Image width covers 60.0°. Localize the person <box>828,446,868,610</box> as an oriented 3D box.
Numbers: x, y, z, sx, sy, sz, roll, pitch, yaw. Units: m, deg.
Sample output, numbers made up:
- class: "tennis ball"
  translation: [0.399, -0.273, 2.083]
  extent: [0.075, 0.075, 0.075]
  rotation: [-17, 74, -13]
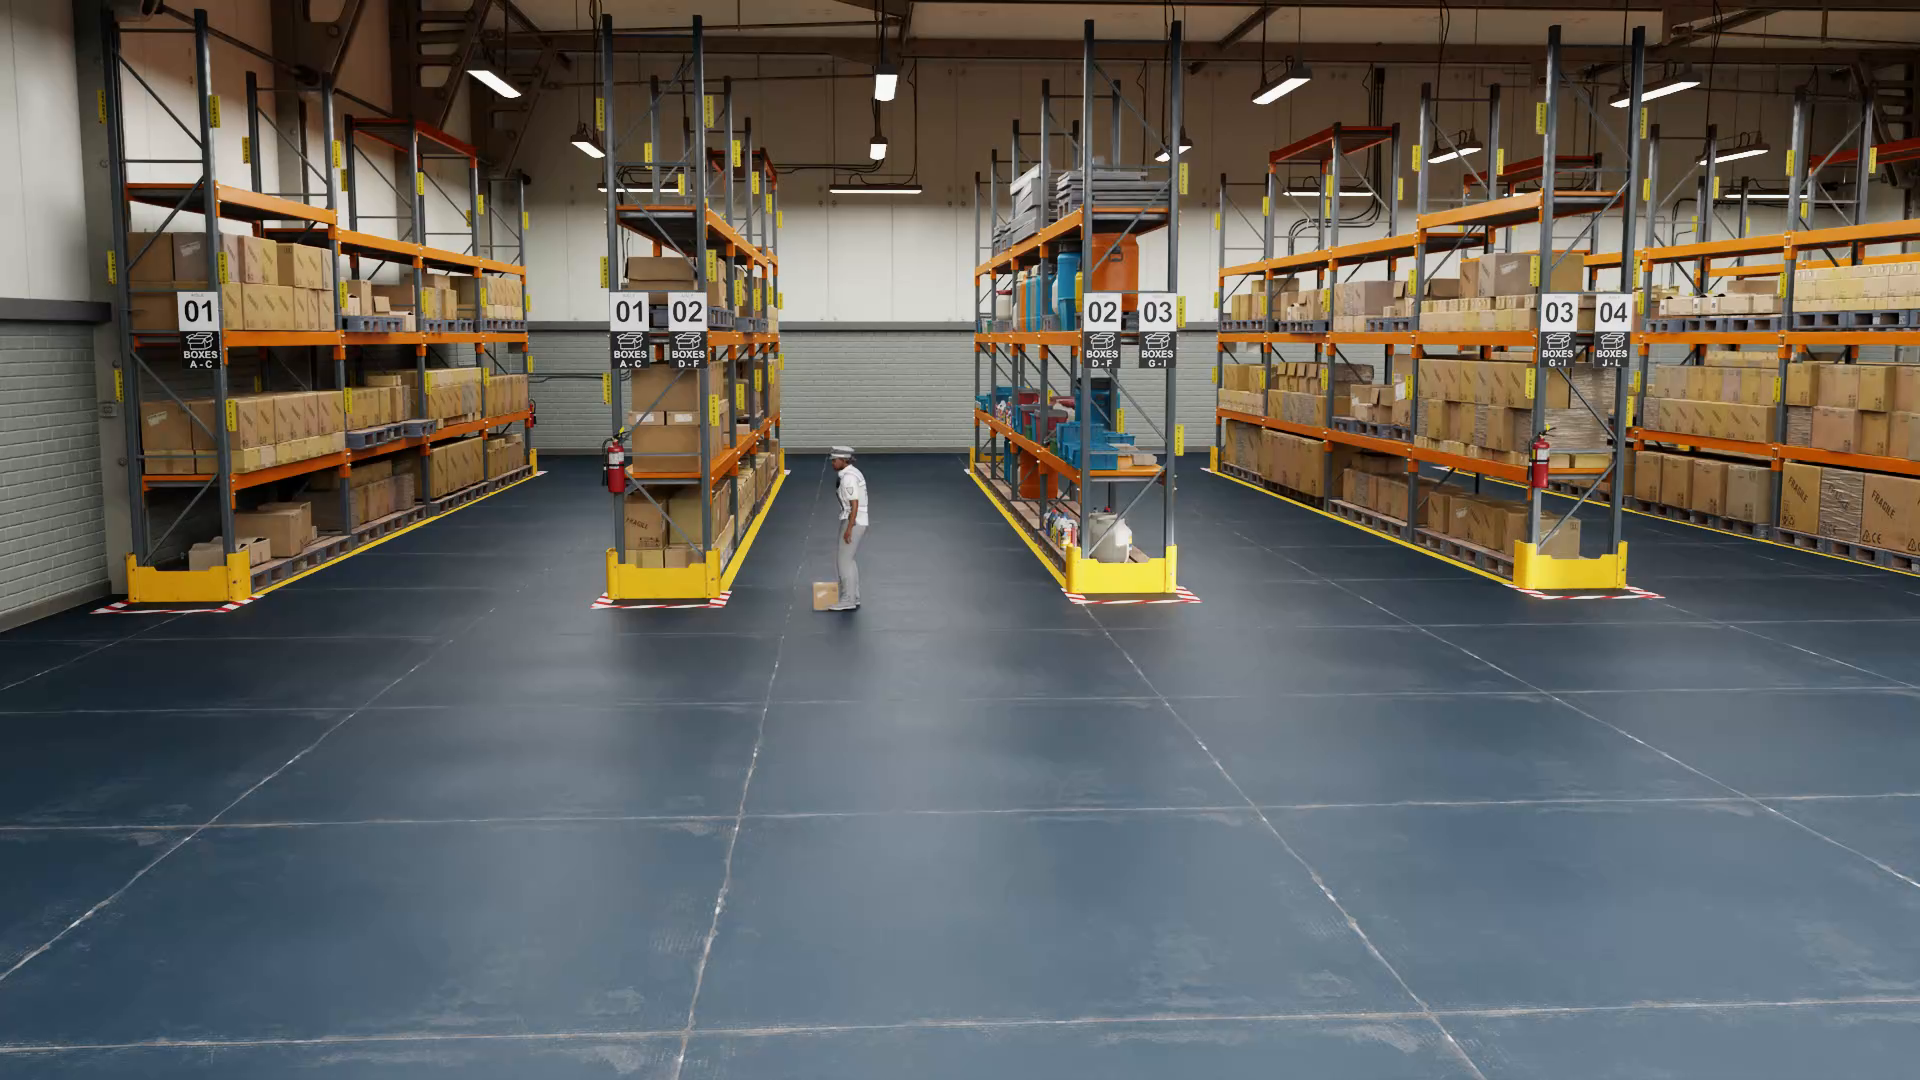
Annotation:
- class: "person"
  translation: [-1.144, -0.131, 16.830]
  extent: [0.427, 1.658, 0.525]
  rotation: [-1, 7, -7]
